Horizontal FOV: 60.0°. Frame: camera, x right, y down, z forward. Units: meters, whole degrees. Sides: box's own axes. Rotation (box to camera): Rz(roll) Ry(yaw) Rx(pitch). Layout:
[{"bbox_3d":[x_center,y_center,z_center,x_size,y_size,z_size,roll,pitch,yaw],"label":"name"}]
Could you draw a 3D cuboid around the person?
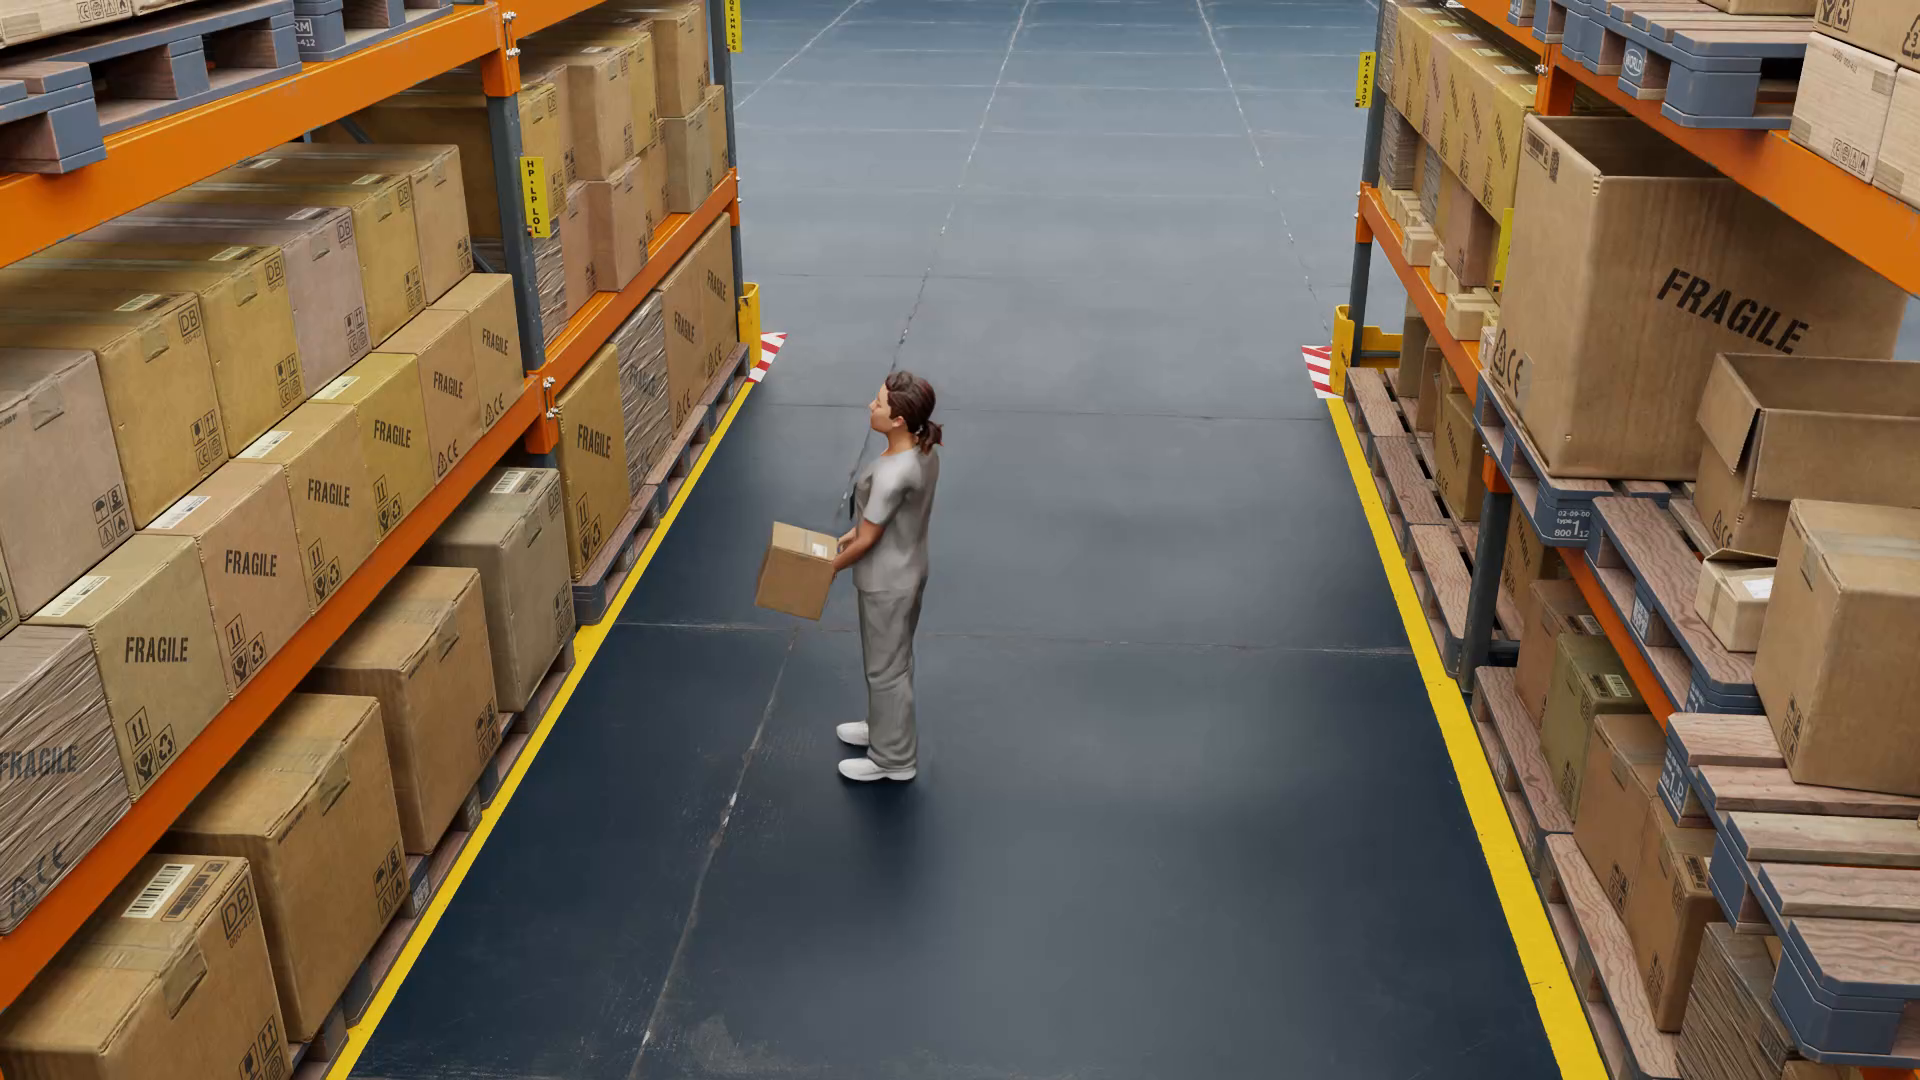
[{"bbox_3d":[-0.300,0.149,6.275,0.522,1.675,0.475,7,25,14],"label":"person"}]
